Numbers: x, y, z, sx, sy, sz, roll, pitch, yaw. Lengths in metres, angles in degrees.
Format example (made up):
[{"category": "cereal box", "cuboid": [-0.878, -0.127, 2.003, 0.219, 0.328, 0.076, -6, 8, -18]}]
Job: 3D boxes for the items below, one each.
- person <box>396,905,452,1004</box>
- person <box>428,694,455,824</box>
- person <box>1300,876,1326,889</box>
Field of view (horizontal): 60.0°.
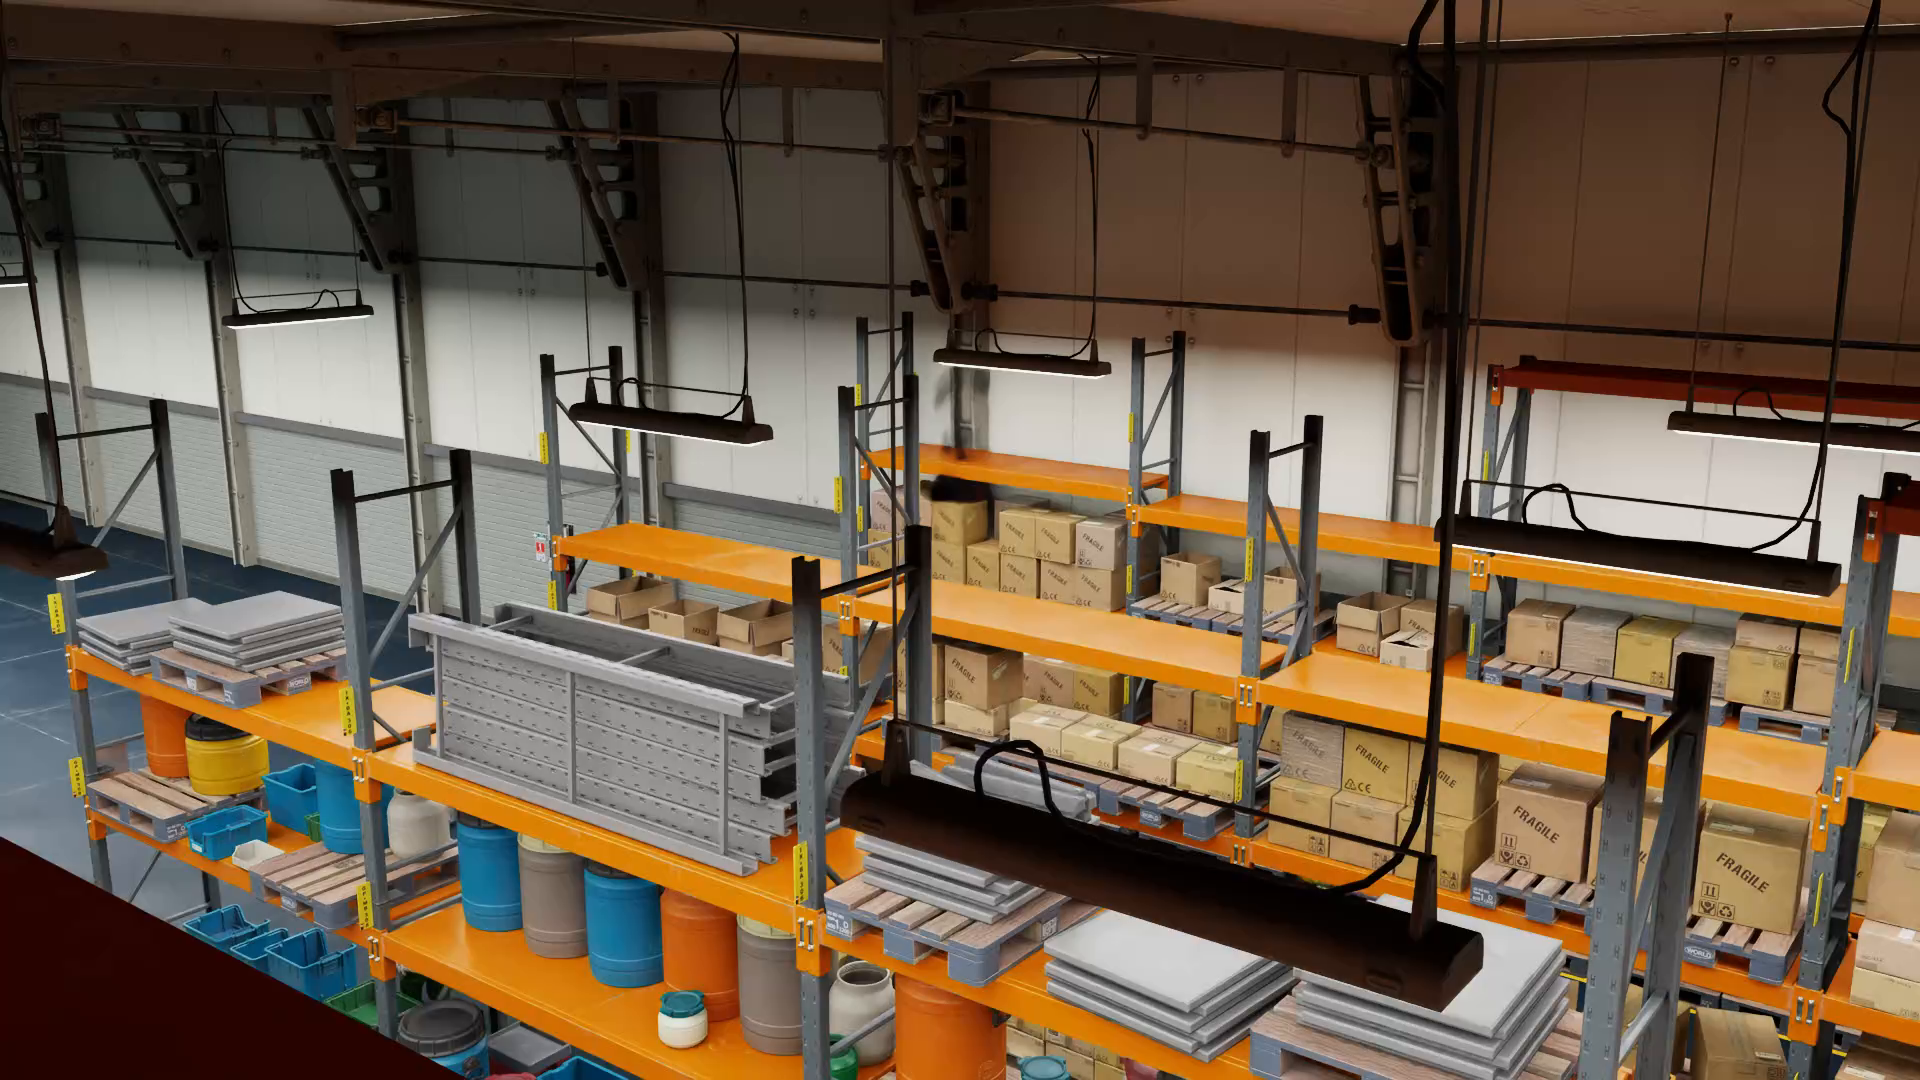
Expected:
[{"category": "person", "cuboid": [-4.794, 3.801, 14.942, 0.999, 1.775, 0.685, 9, 16, 34]}, {"category": "person", "cuboid": [-6.021, 2.652, 20.193, 1.019, 1.712, 0.715, -7, 15, -29]}, {"category": "person", "cuboid": [3.184, 3.762, 15.276, 0.598, 1.726, 0.702, 12, 17, 41]}]
